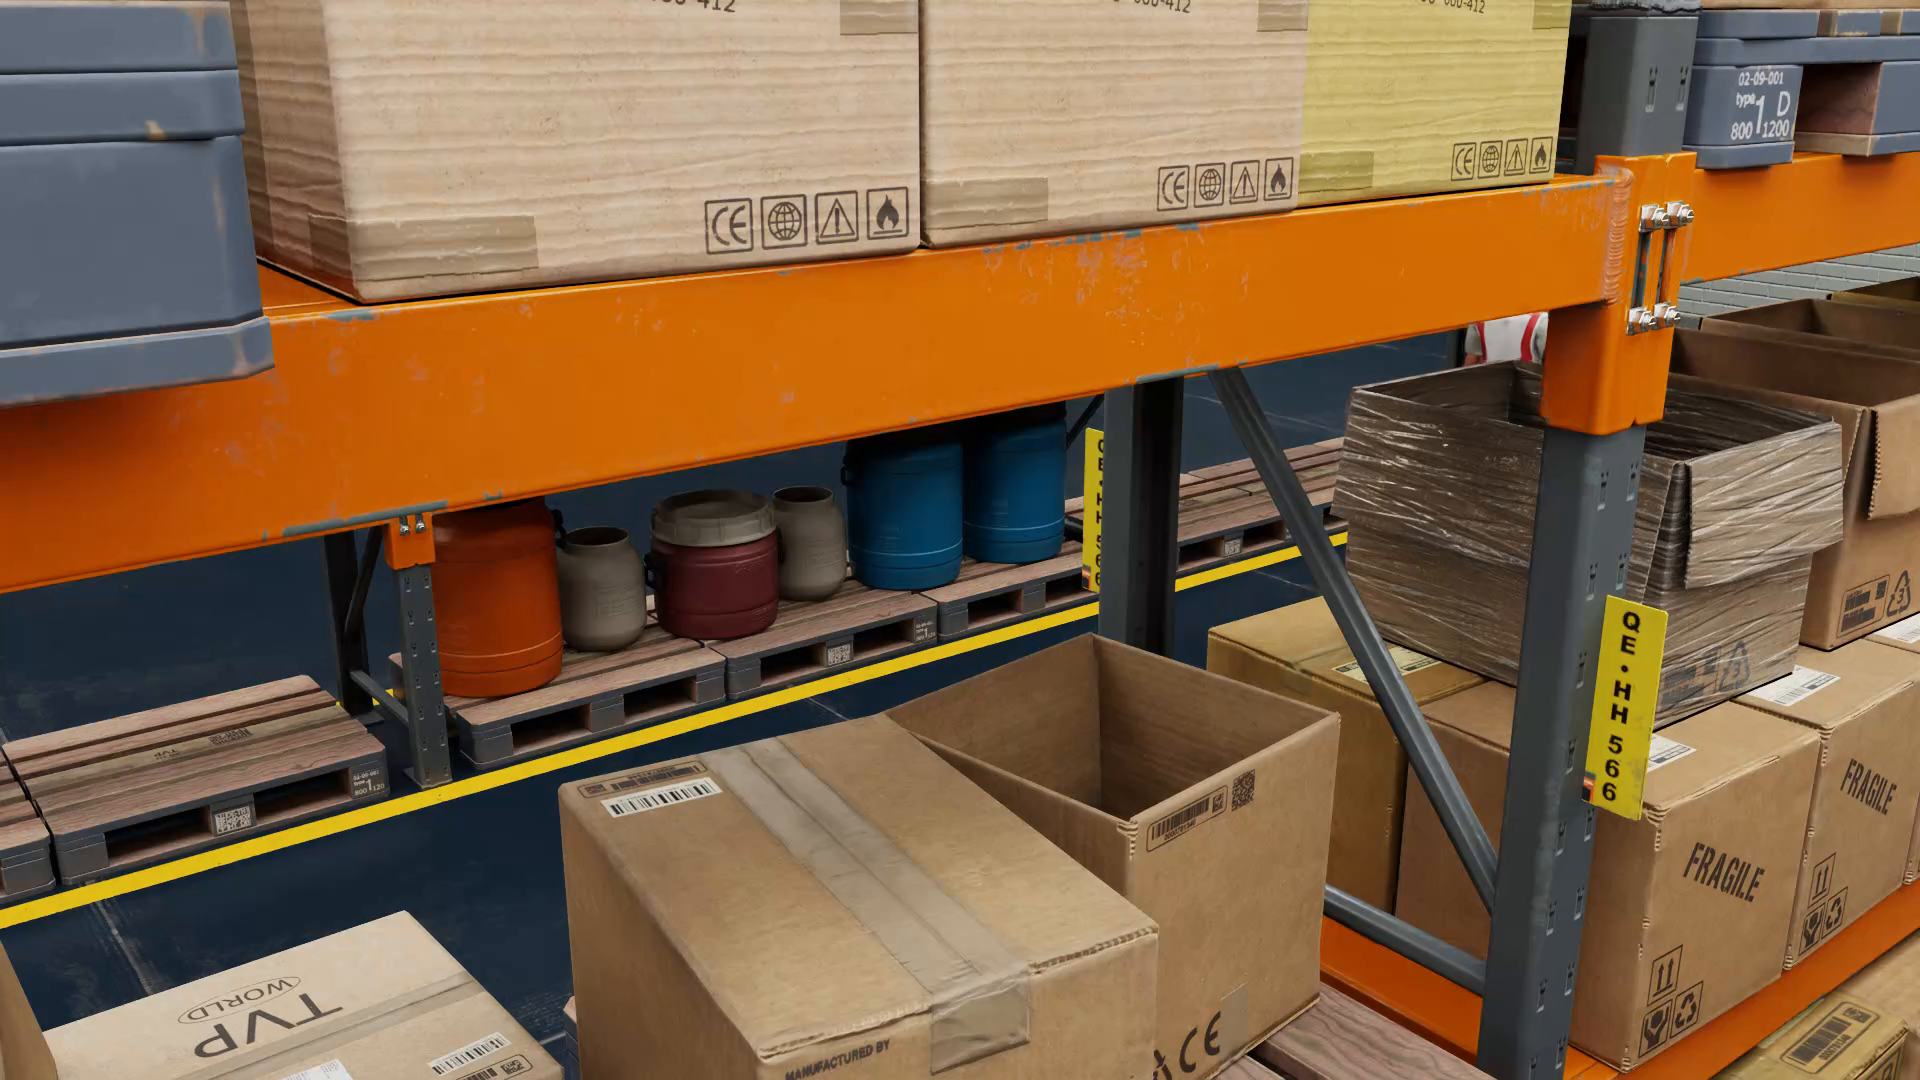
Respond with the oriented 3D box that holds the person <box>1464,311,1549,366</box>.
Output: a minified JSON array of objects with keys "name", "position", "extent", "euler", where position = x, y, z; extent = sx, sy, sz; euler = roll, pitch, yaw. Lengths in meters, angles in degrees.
[{"name":"person","position":[3.047,-0.654,9.108],"extent":[0.538,1.846,0.531],"euler":[-13,22,-36]}]
